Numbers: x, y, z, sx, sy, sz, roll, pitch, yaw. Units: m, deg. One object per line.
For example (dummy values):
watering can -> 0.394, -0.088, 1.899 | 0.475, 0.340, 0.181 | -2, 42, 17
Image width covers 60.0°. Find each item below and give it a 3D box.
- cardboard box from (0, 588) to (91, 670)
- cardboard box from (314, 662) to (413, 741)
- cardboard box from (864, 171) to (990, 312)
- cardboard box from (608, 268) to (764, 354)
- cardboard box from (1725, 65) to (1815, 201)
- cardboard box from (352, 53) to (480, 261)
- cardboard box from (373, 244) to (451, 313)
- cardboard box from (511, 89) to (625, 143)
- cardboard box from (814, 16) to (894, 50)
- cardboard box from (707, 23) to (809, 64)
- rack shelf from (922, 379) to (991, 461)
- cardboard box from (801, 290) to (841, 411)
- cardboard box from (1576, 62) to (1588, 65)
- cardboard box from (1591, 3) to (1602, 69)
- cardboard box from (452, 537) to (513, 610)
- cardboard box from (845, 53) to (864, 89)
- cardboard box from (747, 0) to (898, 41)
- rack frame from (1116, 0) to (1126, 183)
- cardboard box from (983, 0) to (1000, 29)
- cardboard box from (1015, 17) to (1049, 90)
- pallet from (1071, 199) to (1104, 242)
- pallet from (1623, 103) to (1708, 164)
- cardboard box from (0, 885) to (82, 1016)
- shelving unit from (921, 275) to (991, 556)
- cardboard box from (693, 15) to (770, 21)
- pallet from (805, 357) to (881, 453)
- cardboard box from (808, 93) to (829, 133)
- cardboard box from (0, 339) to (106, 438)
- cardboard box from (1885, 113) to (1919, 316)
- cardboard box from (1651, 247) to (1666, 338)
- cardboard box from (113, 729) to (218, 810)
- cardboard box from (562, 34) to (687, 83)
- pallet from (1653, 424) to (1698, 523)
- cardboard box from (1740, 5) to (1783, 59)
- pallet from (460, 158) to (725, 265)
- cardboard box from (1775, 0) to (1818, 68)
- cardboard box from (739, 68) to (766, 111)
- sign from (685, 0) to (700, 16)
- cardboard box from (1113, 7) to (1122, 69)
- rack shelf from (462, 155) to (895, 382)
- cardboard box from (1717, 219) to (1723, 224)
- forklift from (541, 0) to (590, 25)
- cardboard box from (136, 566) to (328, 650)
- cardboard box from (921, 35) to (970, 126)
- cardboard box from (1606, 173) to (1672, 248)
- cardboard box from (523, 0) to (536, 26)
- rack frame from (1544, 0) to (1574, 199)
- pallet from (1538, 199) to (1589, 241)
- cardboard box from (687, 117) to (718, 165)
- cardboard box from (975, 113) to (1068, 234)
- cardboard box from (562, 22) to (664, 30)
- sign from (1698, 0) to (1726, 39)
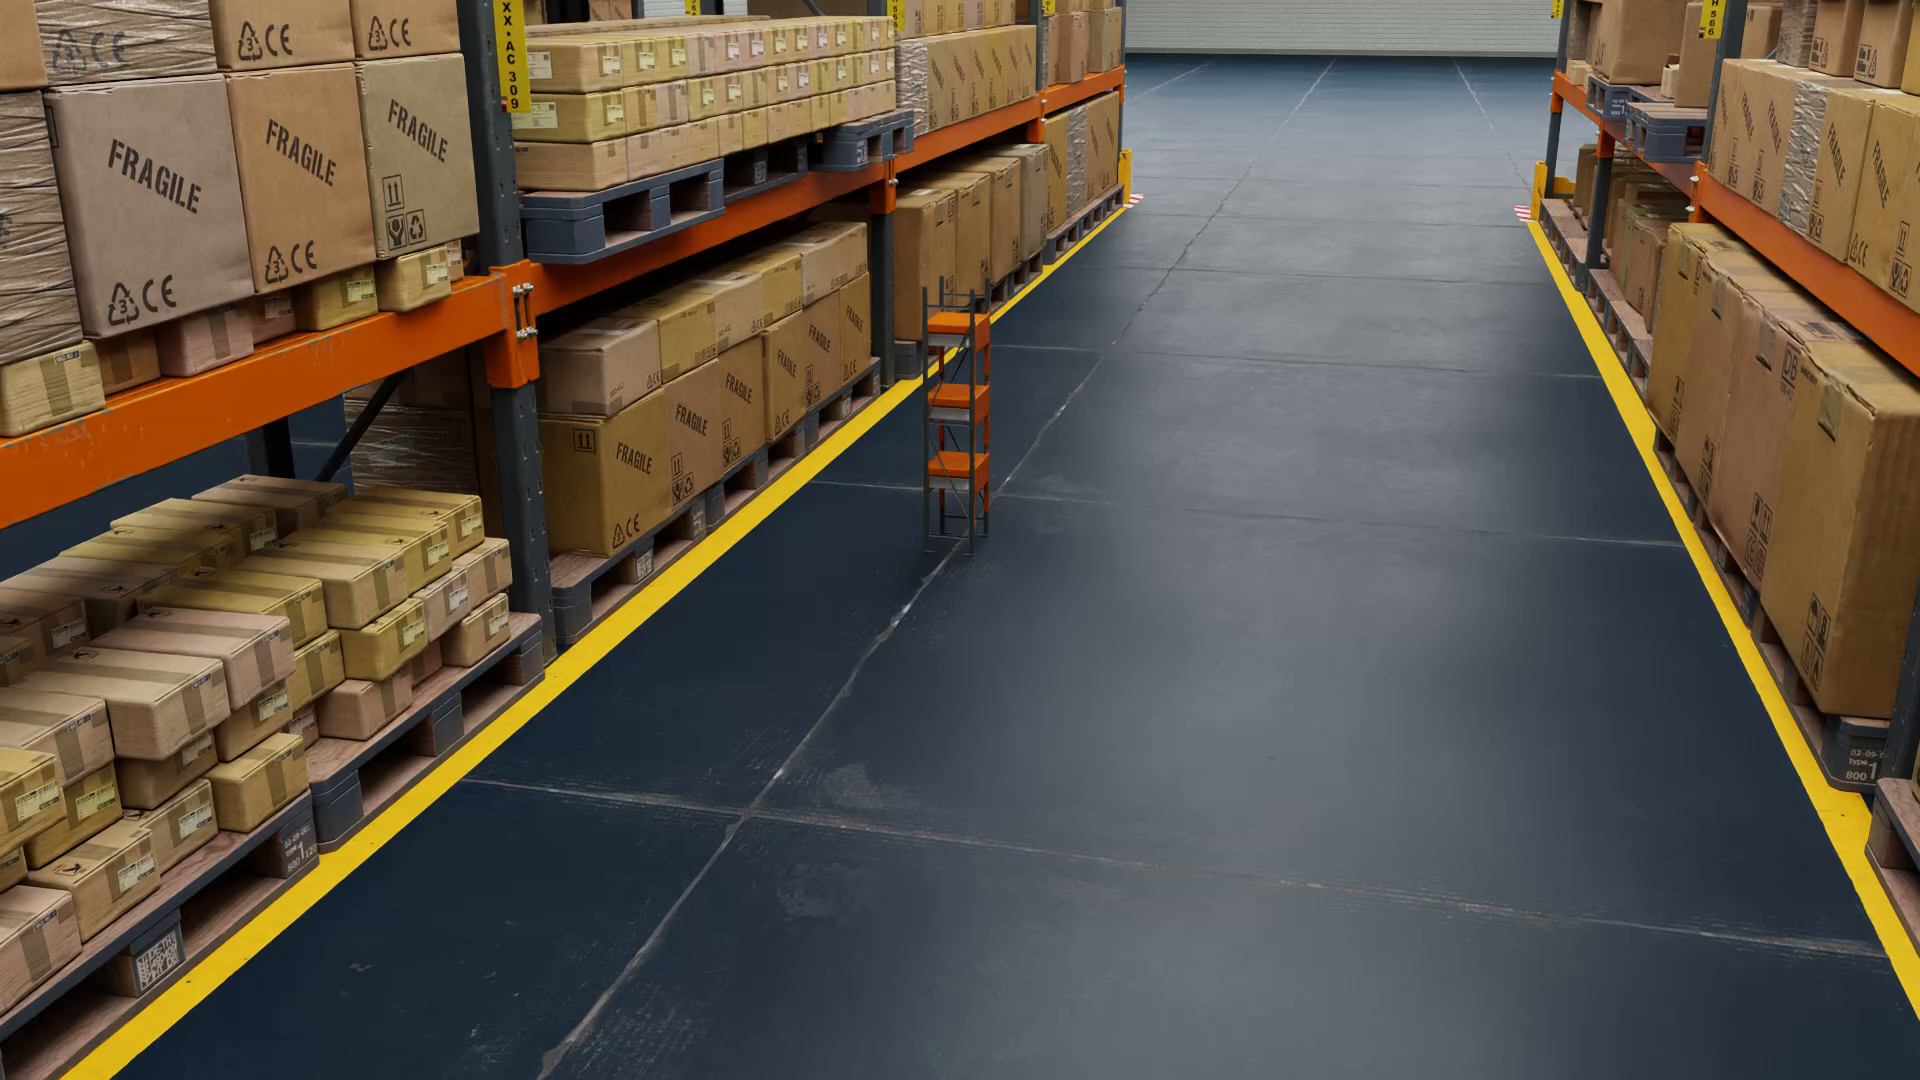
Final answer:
cardboard box -> -2.443, 0.238, 4.191 | 0.380, 0.149, 0.250 | 5, 20, 15
cardboard box -> -1.748, 0.419, 4.582 | 0.380, 0.149, 0.250 | 4, 19, 12
cardboard box -> -0.413, -1.890, 10.412 | 1.050, 0.750, 0.750 | 5, 19, 14
cardboard box -> -1.143, -0.952, 6.893 | 0.500, 0.250, 0.500 | 5, 20, 15
cardboard box -> 3.420, -1.629, 6.663 | 0.500, 0.500, 0.500 | 4, 19, 12
cardboard box -> -1.681, -1.059, 4.531 | 0.500, 0.500, 0.500 | 5, 19, 13
cardboard box -> -1.636, -0.728, 4.567 | 0.380, 0.149, 0.250 | 4, 19, 12
cardboard box -> -1.294, -1.352, 5.284 | 0.380, 0.149, 0.250 | 5, 19, 14
cardboard box -> -0.534, -2.470, 8.096 | 0.380, 0.149, 0.250 | 4, 19, 11
cardboard box -> -0.852, -2.065, 6.910 | 0.380, 0.149, 0.250 | 6, 20, 16
rack shelf -> -0.013, -0.470, 6.472 | 0.215, 0.259, 0.240 | 5, 19, 13
cardboard box -> -0.897, -0.925, 7.971 | 0.500, 0.500, 0.500 | 5, 20, 16
cardboard box -> 5.316, -3.881, 13.798 | 0.380, 0.149, 0.250 | 5, 19, 13
cardboard box -> 5.254, -3.771, 12.473 | 0.875, 0.500, 0.500 | 5, 19, 13
cardboard box -> -1.605, 0.089, 5.087 | 0.380, 0.149, 0.250 | 5, 20, 14
cardboard box -> -0.663, -2.161, 7.654 | 0.380, 0.149, 0.250 | 5, 20, 15
cardboard box -> -0.740, -2.959, 9.007 | 0.700, 0.500, 0.500 | 5, 19, 13
rack frame -> 1.096, -4.806, 16.116 | 1.000, 3.000, 0.127 | 5, 19, 13
cardboard box -> -0.121, -3.755, 11.338 | 0.700, 0.500, 0.500 | 4, 19, 12
cardboard box -> 0.197, -3.739, 12.763 | 0.875, 0.550, 0.550 | 5, 19, 13
pallet -> 0.676, -2.848, 14.699 | 1.003, 0.211, 1.213 | 5, 19, 13
pallet -> 3.997, -2.016, 8.245 | 1.213, 0.211, 1.003 | 5, 19, 13
cardboard box -> -2.053, 0.824, 3.396 | 0.380, 0.149, 0.250 | 4, 19, 11
shelving unit -> -0.013, -0.480, 6.469 | 0.215, 1.050, 0.252 | 5, 19, 13
cardboard box -> -1.161, -2.529, 8.268 | 0.380, 0.149, 0.250 | 5, 19, 13
pallet -> -1.051, -0.734, 8.509 | 1.003, 0.211, 1.213 | 5, 19, 13
cardboard box -> -0.787, -1.866, 7.250 | 0.380, 0.149, 0.250 | 4, 19, 11
cardboard box -> -1.991, -0.322, 3.378 | 0.380, 0.149, 0.250 | 5, 19, 14
cardboard box -> 2.798, -0.836, 4.341 | 0.500, 0.500, 0.500 | 5, 19, 14
cardboard box -> 4.193, -1.286, 9.000 | 0.700, 0.500, 0.500 | 3, 19, 9
cardboard box -> -1.992, 0.495, 3.899 | 0.380, 0.149, 0.250 | 4, 19, 11
cardboard box -> -1.167, -1.661, 5.728 | 0.380, 0.149, 0.250 | 5, 19, 14
pallet -> 3.660, -0.314, 7.280 | 1.003, 0.211, 1.213 | 5, 19, 13
cardboard box -> 4.019, -2.293, 7.956 | 0.500, 0.500, 0.500 | 2, 19, 7
pallet -> -1.508, -1.182, 5.803 | 1.003, 0.211, 1.213 | 5, 19, 13
cardboard box -> 3.732, -2.169, 6.690 | 0.797, 0.503, 0.637 | 5, 20, 15
cardboard box -> -0.978, -1.764, 6.490 | 0.380, 0.149, 0.250 | 4, 19, 12
sign -> -1.398, -2.889, 8.713 | 0.100, 0.325, 0.005 | 5, 19, 13
cardboard box -> 1.049, -4.757, 15.741 | 0.875, 0.550, 0.550 | 5, 19, 13
rack shelf -> -1.348, -1.331, 7.056 | 1.077, 0.370, 4.000 | 5, 19, 13
cardboard box -> 4.061, -1.467, 8.369 | 0.500, 0.250, 0.500 | 5, 20, 16
forklift -> -2.698, -2.518, 9.525 | 1.130, 2.935, 3.031 | -9, 21, -24
cardboard box -> -1.888, 0.194, 4.321 | 0.380, 0.149, 0.250 | 5, 20, 15
cardboard box -> -0.242, -2.782, 10.038 | 0.500, 0.500, 0.500 | 5, 19, 13
cardboard box -> 5.172, -2.447, 12.427 | 0.500, 0.500, 0.500 | 12, 22, 31
cardboard box -> -4.093, -4.531, 14.696 | 0.500, 0.500, 0.500 | 4, 19, 13
rack frame -> 5.881, -4.382, 14.877 | 1.000, 3.000, 0.127 | 5, 19, 13
pallet -> 5.629, -2.787, 14.520 | 1.003, 0.211, 1.213 | 5, 19, 13
cardboard box -> -1.105, -1.455, 6.047 | 0.380, 0.149, 0.250 | 5, 19, 14
cardboard box -> 0.340, -2.937, 13.282 | 0.875, 0.875, 0.875 | 5, 19, 14
cardboard box -> -1.479, -2.118, 7.066 | 0.380, 0.149, 0.250 | 5, 20, 15
sign -> 3.397, -2.425, 7.478 | 0.100, 0.325, 0.005 | 5, 19, 13
